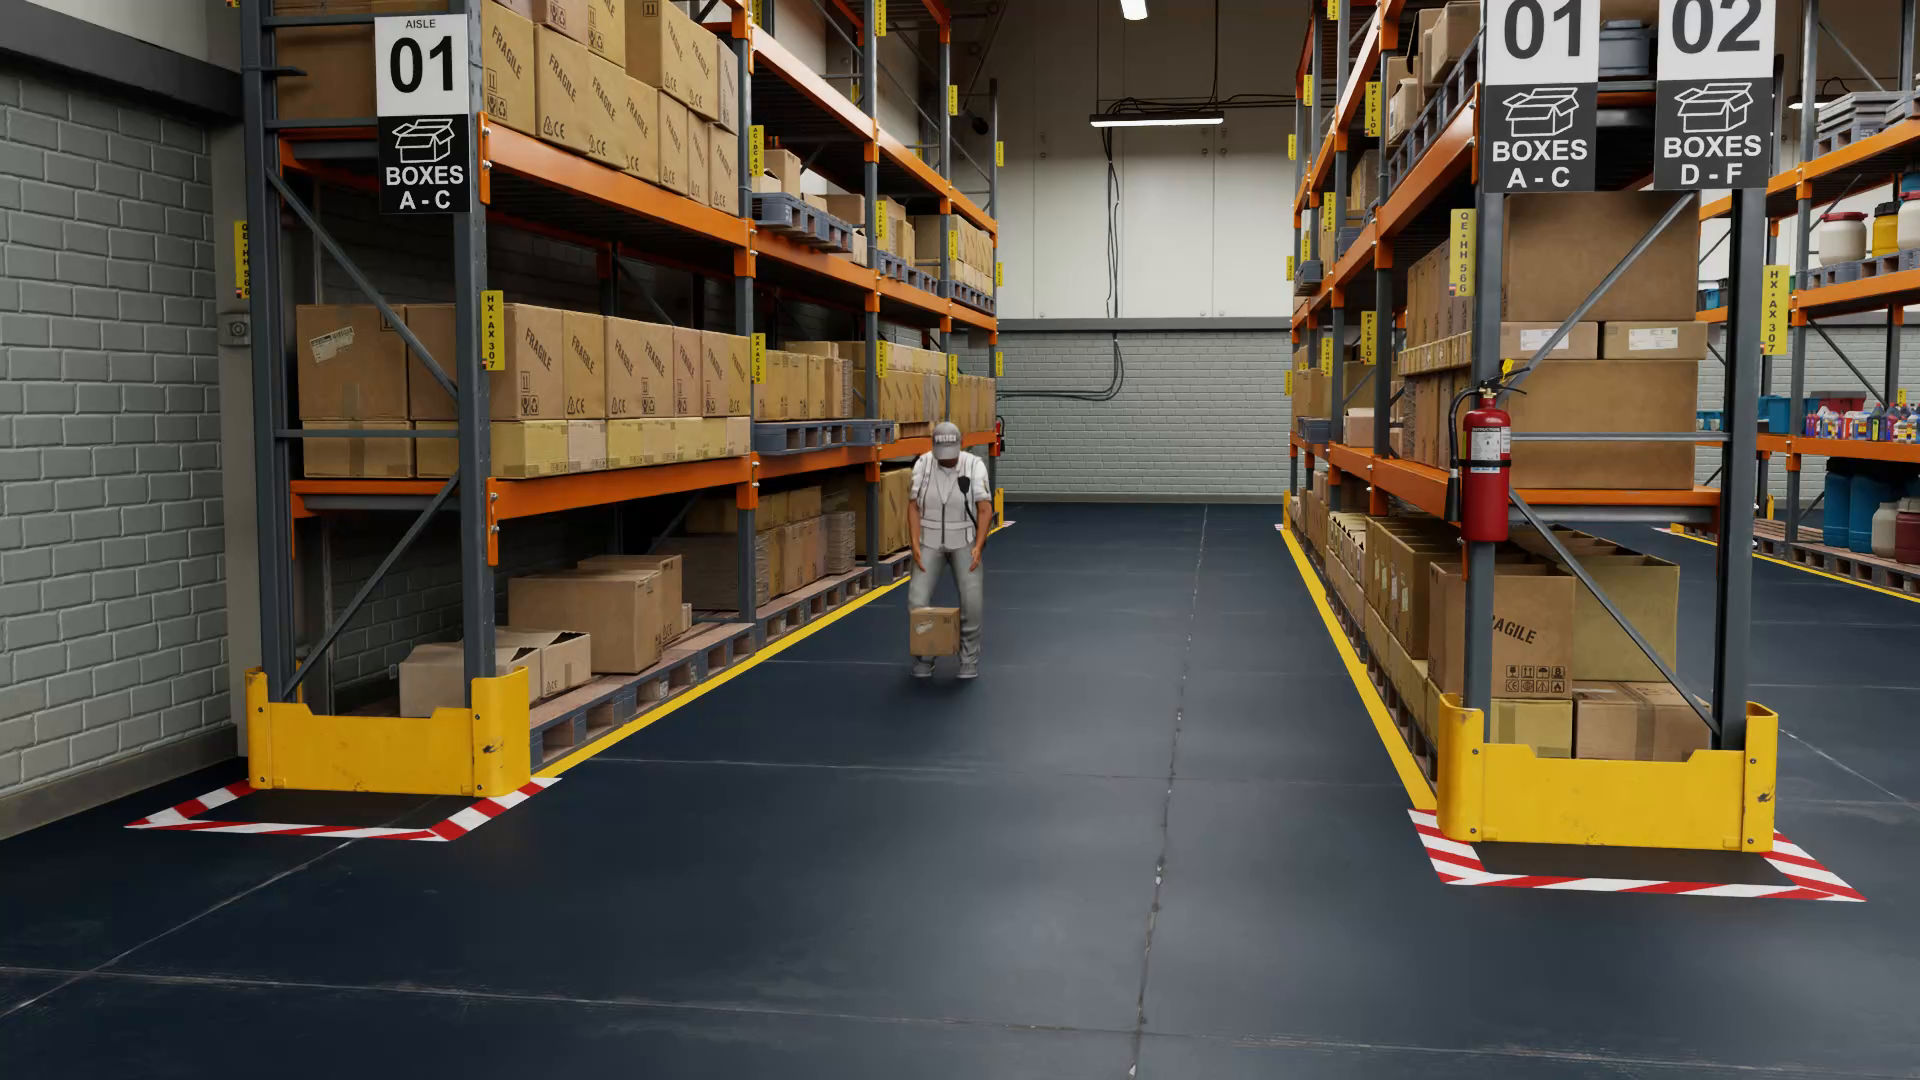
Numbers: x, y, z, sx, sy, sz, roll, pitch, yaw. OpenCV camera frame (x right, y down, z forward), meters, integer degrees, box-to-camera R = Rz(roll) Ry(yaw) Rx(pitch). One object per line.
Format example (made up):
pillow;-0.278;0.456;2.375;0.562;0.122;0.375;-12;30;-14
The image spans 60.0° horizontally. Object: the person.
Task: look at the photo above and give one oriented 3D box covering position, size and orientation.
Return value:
person;-0.056;0.059;10.019;0.519;1.541;0.591;1;5;10
